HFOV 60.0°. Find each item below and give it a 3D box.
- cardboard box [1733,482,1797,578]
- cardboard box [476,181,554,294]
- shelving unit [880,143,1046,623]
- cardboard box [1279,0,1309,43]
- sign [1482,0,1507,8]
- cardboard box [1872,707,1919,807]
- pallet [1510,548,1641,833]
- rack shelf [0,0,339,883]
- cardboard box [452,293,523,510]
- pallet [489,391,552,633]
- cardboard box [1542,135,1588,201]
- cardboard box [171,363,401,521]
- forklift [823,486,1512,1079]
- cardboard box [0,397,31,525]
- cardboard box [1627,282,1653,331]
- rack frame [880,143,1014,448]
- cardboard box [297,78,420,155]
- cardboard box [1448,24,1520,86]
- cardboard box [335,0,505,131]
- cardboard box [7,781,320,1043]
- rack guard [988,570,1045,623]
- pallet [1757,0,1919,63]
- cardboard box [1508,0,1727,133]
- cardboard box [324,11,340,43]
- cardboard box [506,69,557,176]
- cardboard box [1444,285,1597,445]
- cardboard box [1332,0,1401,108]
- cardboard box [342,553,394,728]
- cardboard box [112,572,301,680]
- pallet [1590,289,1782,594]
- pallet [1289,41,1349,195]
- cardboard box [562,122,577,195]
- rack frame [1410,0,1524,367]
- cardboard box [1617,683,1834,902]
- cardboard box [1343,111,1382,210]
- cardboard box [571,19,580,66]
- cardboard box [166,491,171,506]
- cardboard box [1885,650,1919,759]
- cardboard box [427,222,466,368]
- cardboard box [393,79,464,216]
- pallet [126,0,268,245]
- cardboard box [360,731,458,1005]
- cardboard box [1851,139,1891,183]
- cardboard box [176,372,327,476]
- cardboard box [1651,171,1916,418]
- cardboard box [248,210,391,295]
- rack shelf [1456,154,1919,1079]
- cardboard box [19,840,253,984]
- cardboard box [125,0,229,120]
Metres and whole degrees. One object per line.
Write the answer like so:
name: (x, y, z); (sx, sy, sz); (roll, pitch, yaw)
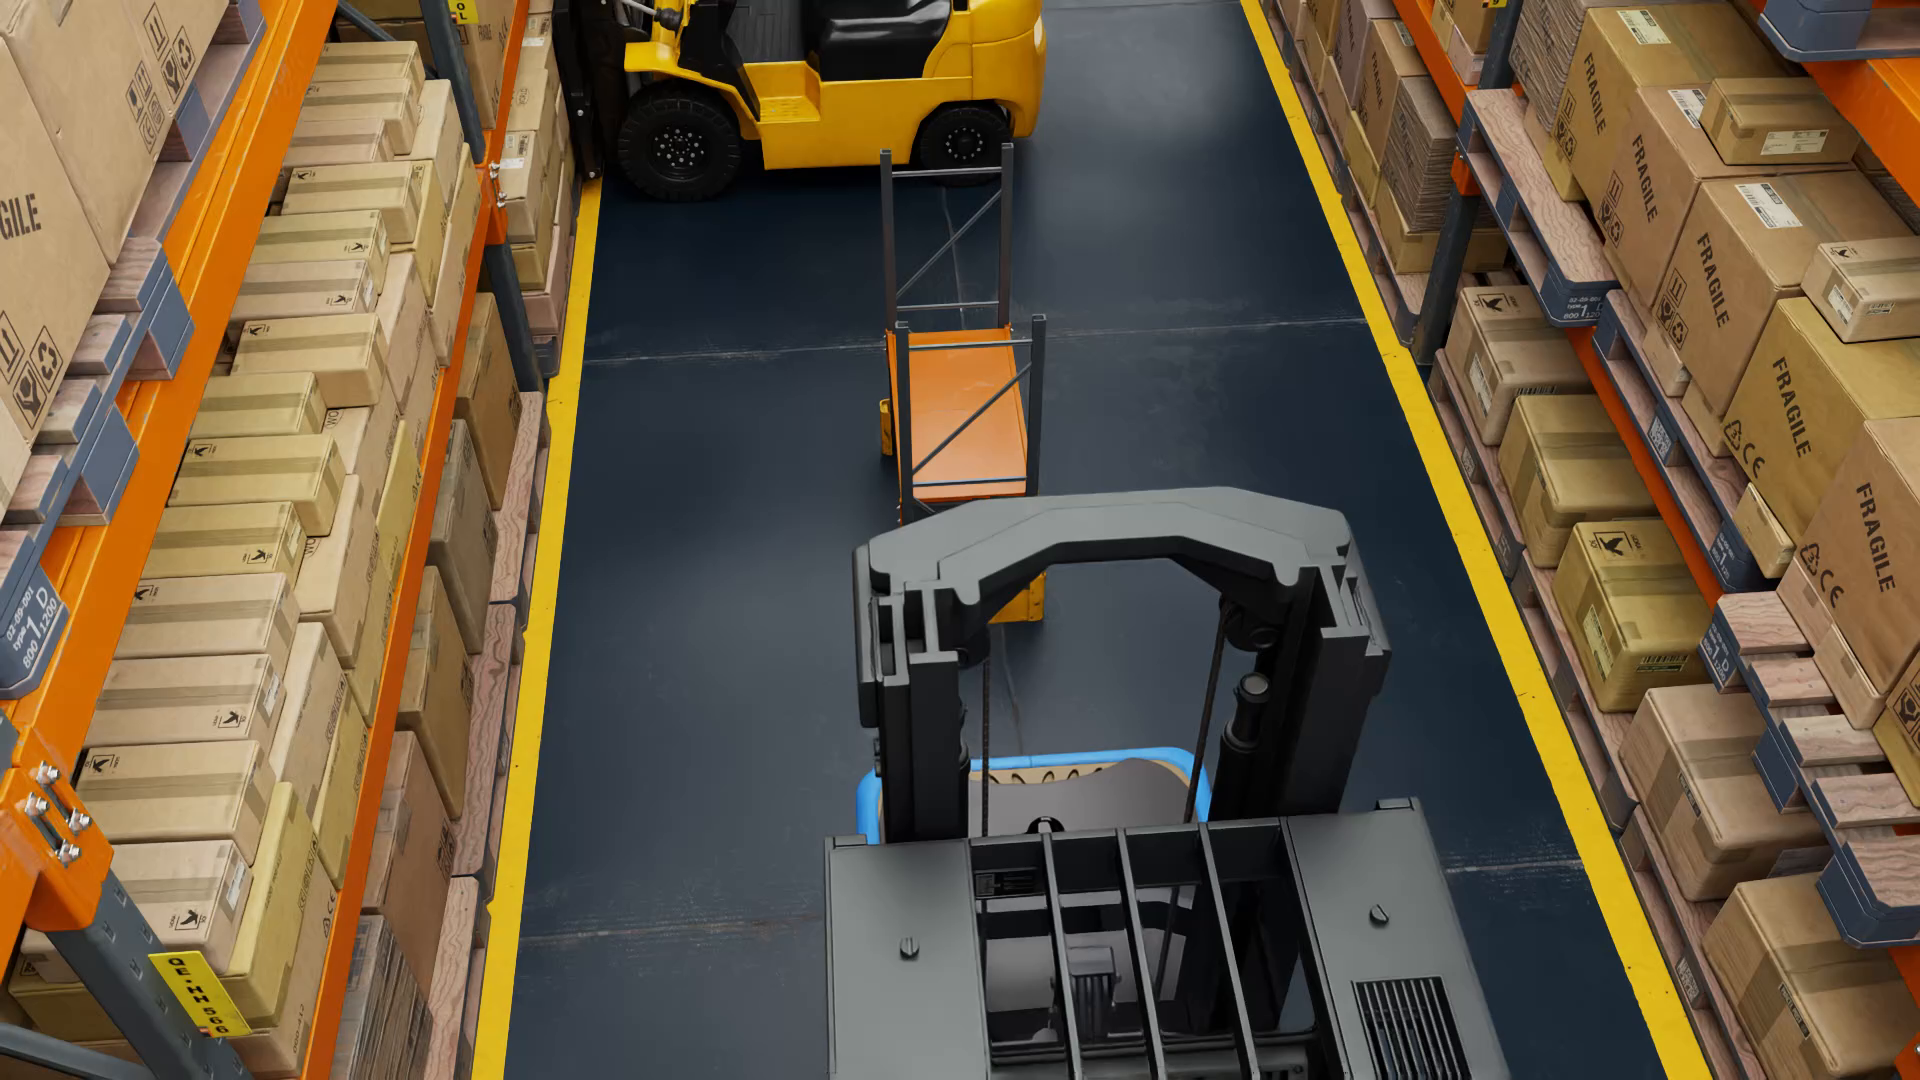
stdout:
cardboard box: (2.455, -0.037, 4.739); (0.380, 0.149, 0.250); (-3, 47, -3)
cardboard box: (-2.086, -1.335, 7.345); (0.500, 0.250, 0.500); (-4, 47, -3)
shelving unit: (-0.006, -0.571, 6.394); (0.587, 1.500, 1.083); (-3, 47, -3)
cardboard box: (2.085, -3.023, 9.288); (0.500, 0.250, 0.500); (-2, 47, -2)
sign: (2.053, -2.159, 6.269); (0.100, 0.325, 0.005); (-3, 47, -3)
cardboard box: (2.571, 0.524, 4.209); (0.380, 0.149, 0.250); (-3, 47, -3)
pallet: (2.765, 0.507, 6.261); (1.003, 0.211, 1.213); (-3, 47, -3)
rack shelf: (-2.186, -0.933, 4.133); (1.077, 0.370, 4.000); (-3, 47, -3)
cardboard box: (-2.298, -0.547, 6.685); (0.875, 0.625, 0.625); (-2, 47, -2)
pallet: (-2.253, -0.106, 6.842); (1.003, 0.211, 1.213); (-3, 47, -3)
cardboard box: (2.336, -1.358, 5.990); (0.380, 0.149, 0.250); (-3, 47, -2)
cardboard box: (-1.947, -0.268, 4.833); (0.500, 0.250, 0.500); (-3, 47, -3)
forklift: (0.320, 1.424, 3.519); (1.130, 2.935, 3.031); (-3, 47, -3)
cardboard box: (-1.745, -0.102, 2.654); (0.380, 0.166, 0.250); (-4, 47, -3)
cardboard box: (2.435, -0.790, 5.452); (0.380, 0.149, 0.250); (-3, 47, -3)
rack frame: (-0.050, -0.945, 6.749); (0.500, 1.500, 0.032); (-3, 47, -3)
cardboard box: (-2.064, -1.434, 5.663); (0.380, 0.149, 0.250); (-4, 47, -4)
cardboard box: (2.262, -2.028, 6.914); (0.380, 0.149, 0.250); (-4, 47, -4)
cardboard box: (-2.130, -1.967, 6.615); (0.500, 0.500, 0.500); (-5, 47, -4)
cardboard box: (-1.787, 0.841, 3.783); (0.500, 0.250, 0.500); (-4, 47, -3)
rack guard: (0.035, 0.219, 6.507); (0.587, 0.250, 0.087); (-3, 47, -3)
pallet: (2.628, -1.664, 4.460); (1.213, 0.211, 1.003); (-3, 47, -3)
cardboard box: (2.346, -1.824, 5.986); (0.500, 0.500, 0.500); (-2, 47, -2)
cardboard box: (-2.660, -1.939, 6.588); (0.500, 0.500, 0.500); (-4, 47, -4)
cardboard box: (-2.114, -1.878, 7.515); (0.500, 0.250, 0.500); (-3, 47, -3)
cardboard box: (2.639, -0.762, 7.062); (0.950, 0.372, 0.625); (-3, 47, -3)
cardboard box: (2.187, -2.506, 8.282); (0.500, 0.500, 0.500); (-1, 47, -1)
cardboard box: (-1.899, 0.278, 4.661); (0.500, 0.250, 0.500); (-5, 47, -5)
cardboard box: (-1.857, 0.227, 4.090); (0.380, 0.149, 0.250); (-3, 47, -3)
pallet: (2.721, -0.370, 5.303); (1.003, 0.211, 1.213); (-3, 47, -3)
pallet: (2.396, -2.310, 8.929); (1.003, 0.211, 1.213); (-3, 47, -3)
cardboard box: (-2.180, -1.902, 8.226); (0.500, 0.250, 0.500); (-3, 47, -3)
rack frame: (2.593, -1.900, 6.620); (1.000, 3.000, 0.127); (-3, 47, -3)
cardboard box: (2.820, 0.810, 5.574); (0.950, 0.372, 0.625); (-4, 47, -4)
cardboard box: (2.221, -1.895, 8.220); (0.500, 0.250, 0.500); (-5, 47, -4)
cardboard box: (-2.202, -2.429, 8.382); (0.500, 0.250, 0.500); (-4, 47, -3)
cardboard box: (-2.451, -0.227, 4.794); (0.500, 0.250, 0.500); (-4, 47, -4)
cardboard box: (2.612, 0.401, 3.878); (0.500, 0.500, 0.500); (-5, 47, -4)
cardboard box: (-2.003, -0.832, 5.712); (0.500, 0.250, 0.500); (-4, 47, -4)
cardboard box: (-2.057, -1.376, 5.883); (0.500, 0.250, 0.500); (-4, 47, -4)
pallet: (-2.261, -0.963, 3.796); (1.003, 0.211, 1.213); (-2, 47, -1)
cardboard box: (-2.120, 1.046, 5.176); (0.875, 0.625, 0.625); (-2, 47, -2)
cardboard box: (2.940, -1.128, 5.326); (0.500, 0.500, 0.500); (-2, 47, -2)
cardboard box: (-1.988, -0.323, 4.611); (0.380, 0.149, 0.250); (-3, 47, -3)
cardboard box: (2.470, -0.733, 4.951); (0.500, 0.500, 0.500); (-5, 47, -5)
cardboard box: (-1.982, -0.878, 5.136); (0.380, 0.149, 0.250); (-4, 47, -4)
rack shelf: (2.760, -0.206, 5.511); (1.077, 0.370, 4.000); (-3, 47, -3)
cardboard box: (-1.752, 0.792, 3.554); (0.380, 0.149, 0.250); (-2, 47, -2)
cardboard box: (-1.921, -1.222, 3.485); (0.500, 0.500, 0.500); (-2, 47, -2)
